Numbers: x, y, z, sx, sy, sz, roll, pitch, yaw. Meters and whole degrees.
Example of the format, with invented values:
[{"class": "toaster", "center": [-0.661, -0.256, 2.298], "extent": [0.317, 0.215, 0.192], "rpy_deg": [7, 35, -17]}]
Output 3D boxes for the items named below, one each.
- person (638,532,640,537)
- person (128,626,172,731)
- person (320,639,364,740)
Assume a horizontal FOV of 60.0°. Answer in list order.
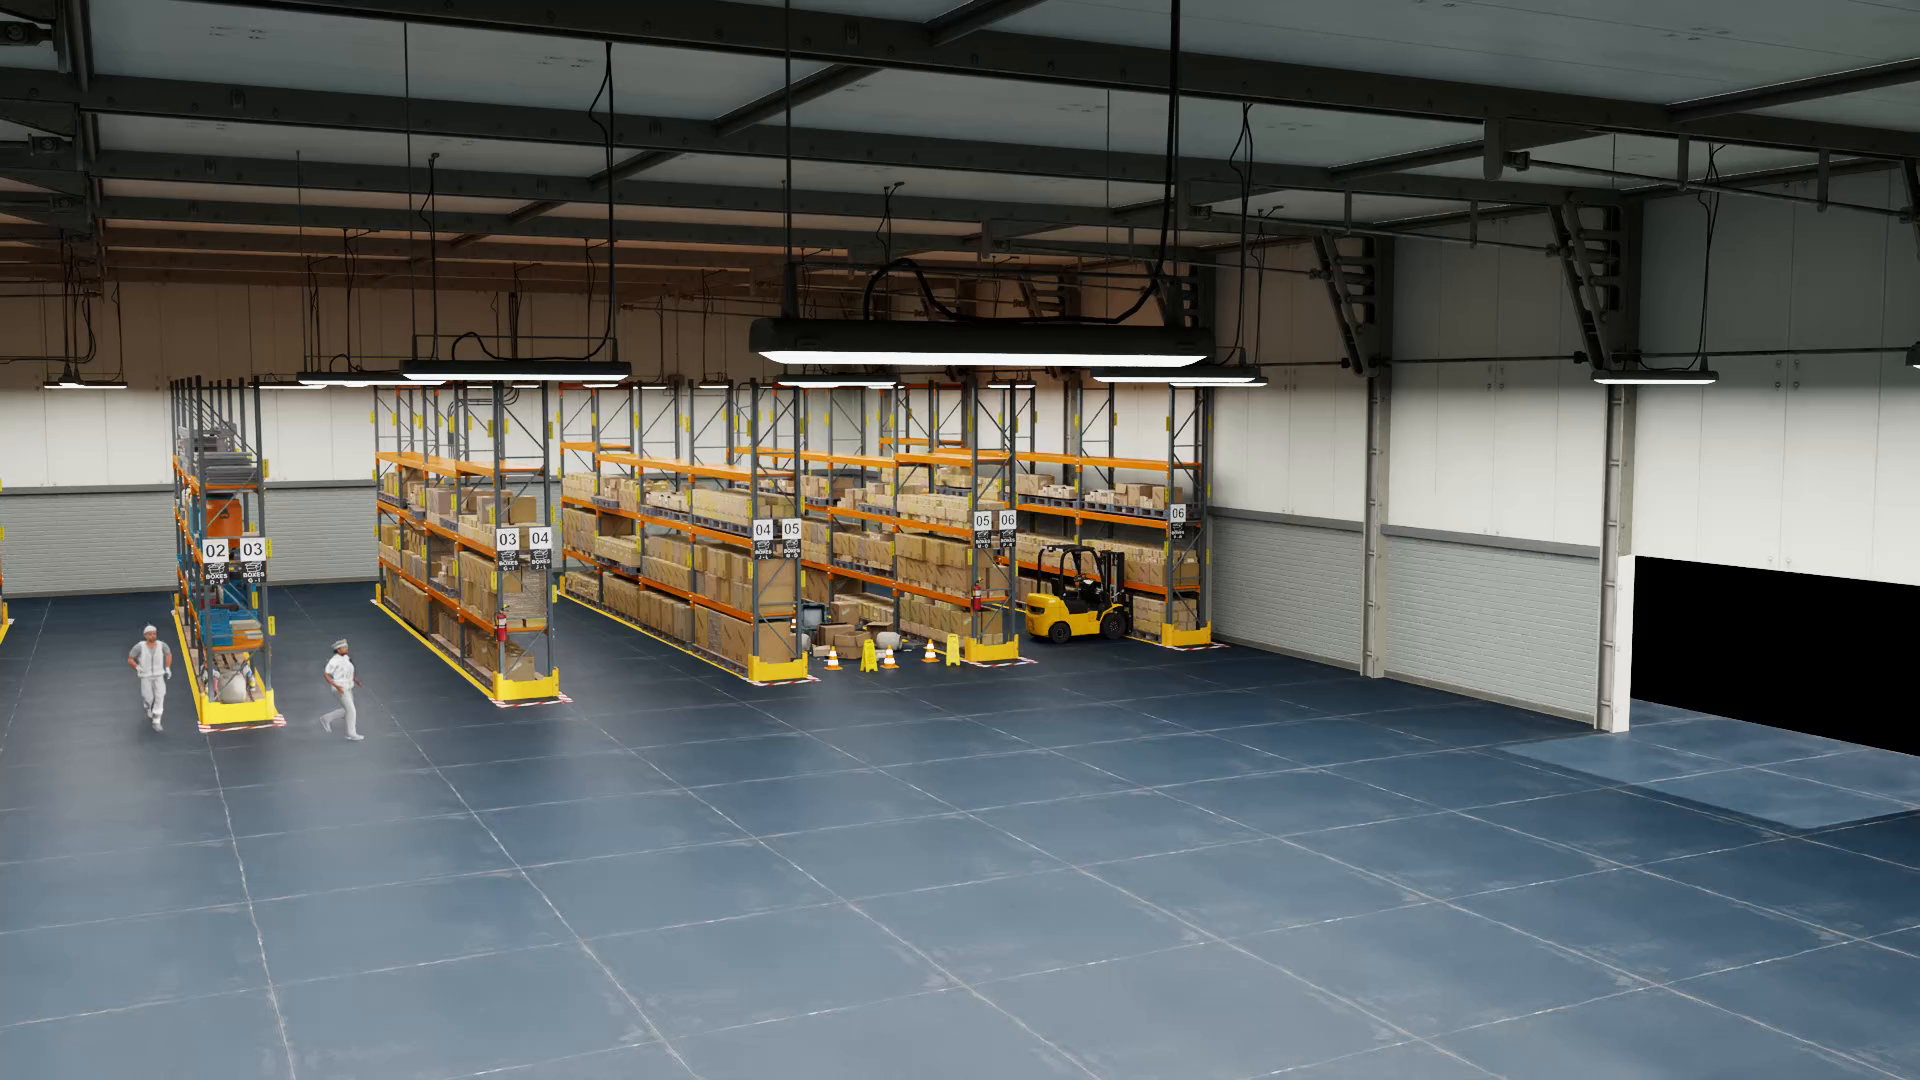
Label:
[{"class": "person", "center": [-9.614, 0.422, 49.607], "extent": [0.975, 1.816, 0.679], "rpy_deg": [-2, 5, -21]}, {"class": "person", "center": [-13.798, 2.335, 28.376], "extent": [0.698, 1.771, 0.761], "rpy_deg": [-4, 6, -35]}, {"class": "person", "center": [-10.224, 2.455, 27.393], "extent": [0.797, 1.672, 0.608], "rpy_deg": [1, 5, 7]}]
